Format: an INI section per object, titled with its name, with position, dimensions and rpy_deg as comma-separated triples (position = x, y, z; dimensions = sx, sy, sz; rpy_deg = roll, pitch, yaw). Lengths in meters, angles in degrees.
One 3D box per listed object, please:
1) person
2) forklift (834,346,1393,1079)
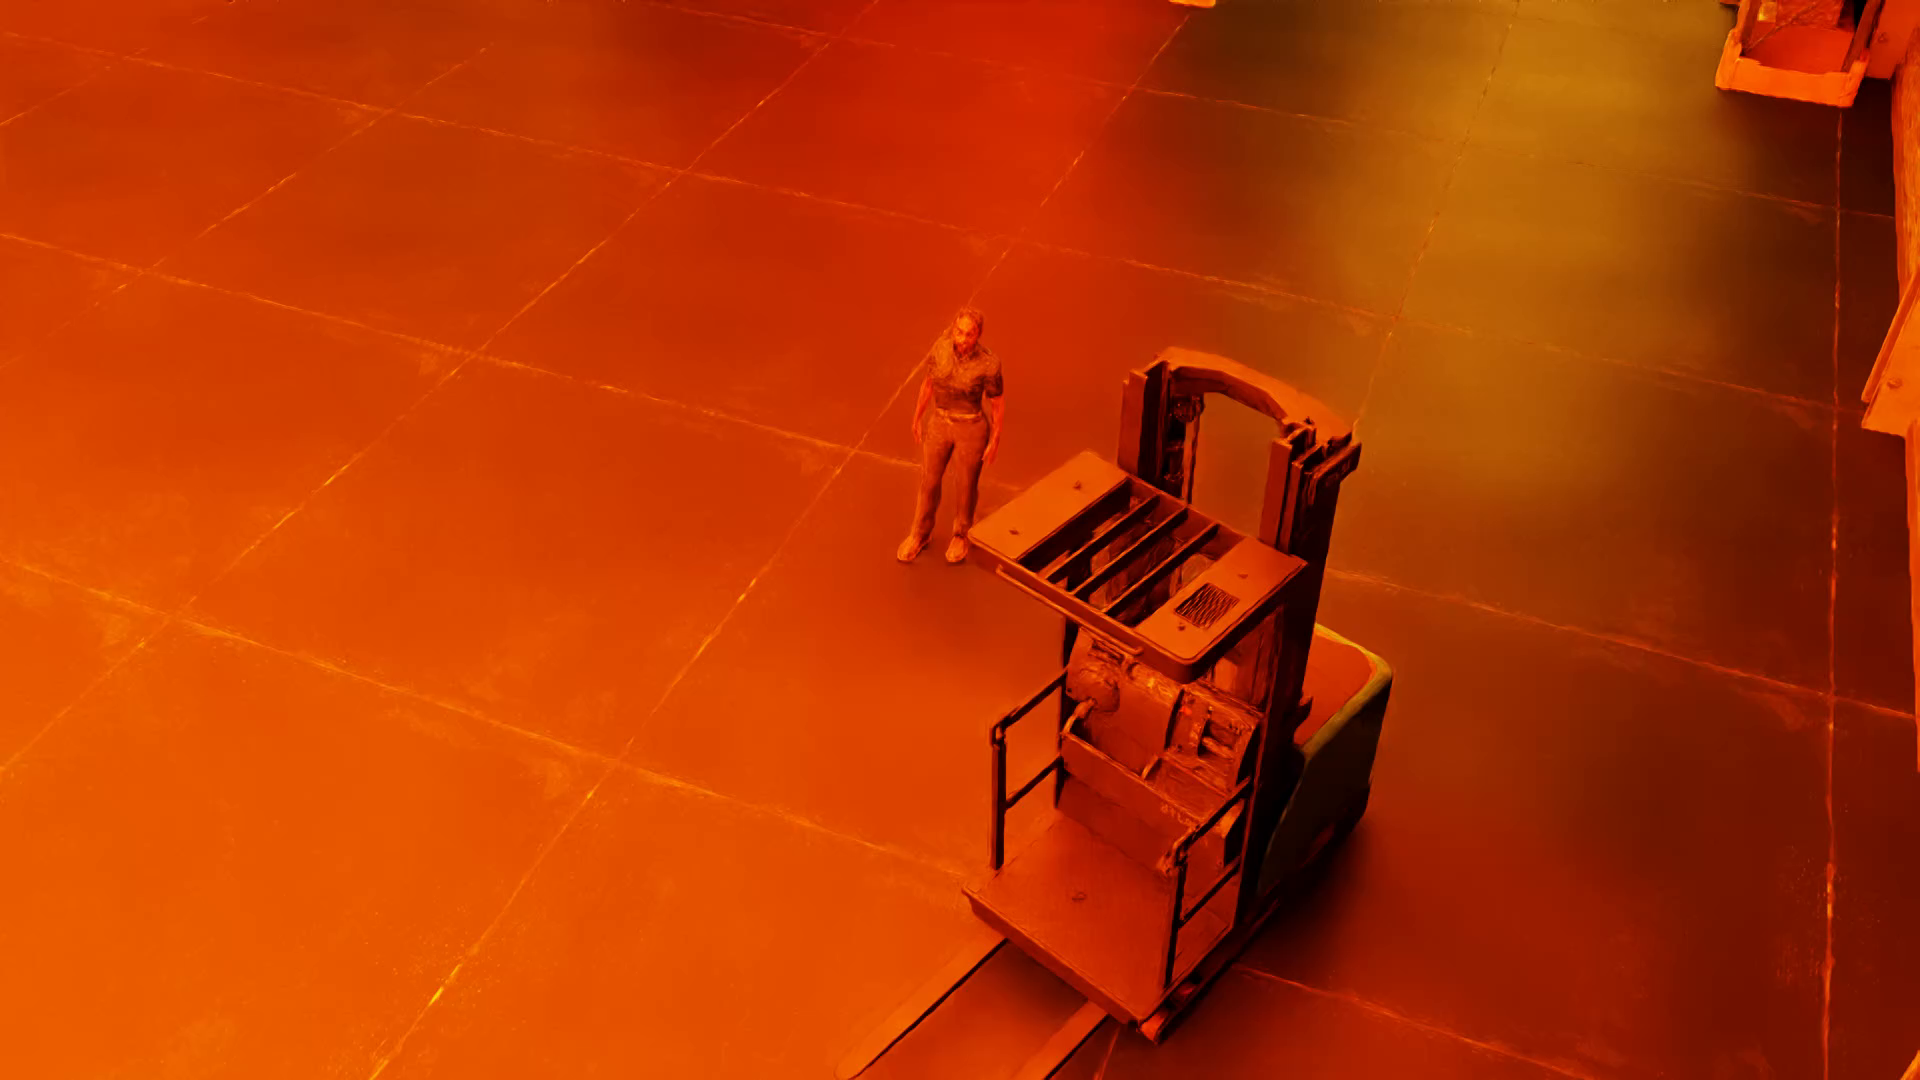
[person]
position = -0.051, -0.593, 9.698
dimensions = 0.570, 1.654, 0.503
rpy_deg = 15, 42, 17
[forklift]
position = 0.718, 0.782, 7.072
dimensions = 1.130, 2.935, 3.031
rpy_deg = 30, 49, 31
